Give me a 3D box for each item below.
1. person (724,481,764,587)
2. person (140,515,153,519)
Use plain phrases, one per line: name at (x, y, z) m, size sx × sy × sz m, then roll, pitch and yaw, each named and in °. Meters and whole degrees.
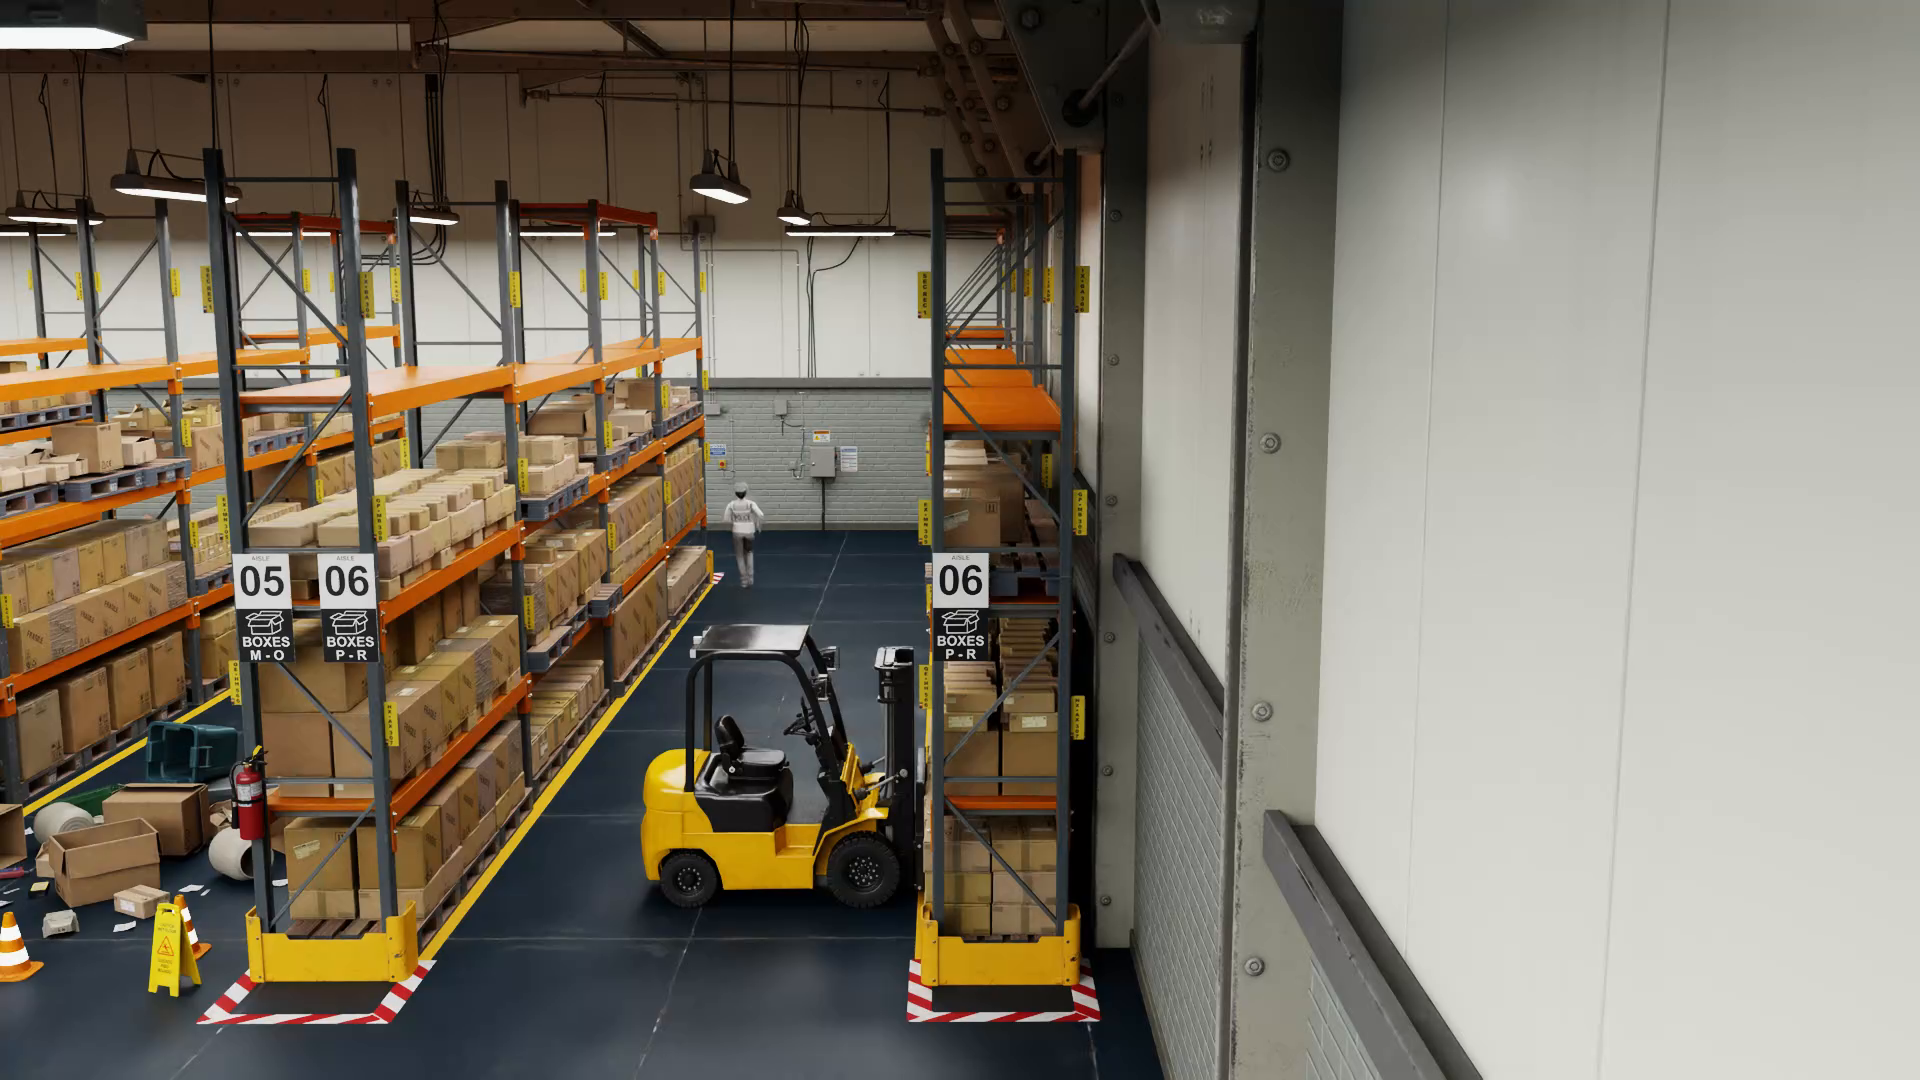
person at (-3.399, -0.096, 26.116) m, size 0.598 × 1.669 × 0.612 m, roll -2°, pitch 9°, yaw -12°
person at (-11.450, 0.545, 23.555) m, size 0.729 × 1.811 × 0.974 m, roll 1°, pitch 9°, yaw 5°
